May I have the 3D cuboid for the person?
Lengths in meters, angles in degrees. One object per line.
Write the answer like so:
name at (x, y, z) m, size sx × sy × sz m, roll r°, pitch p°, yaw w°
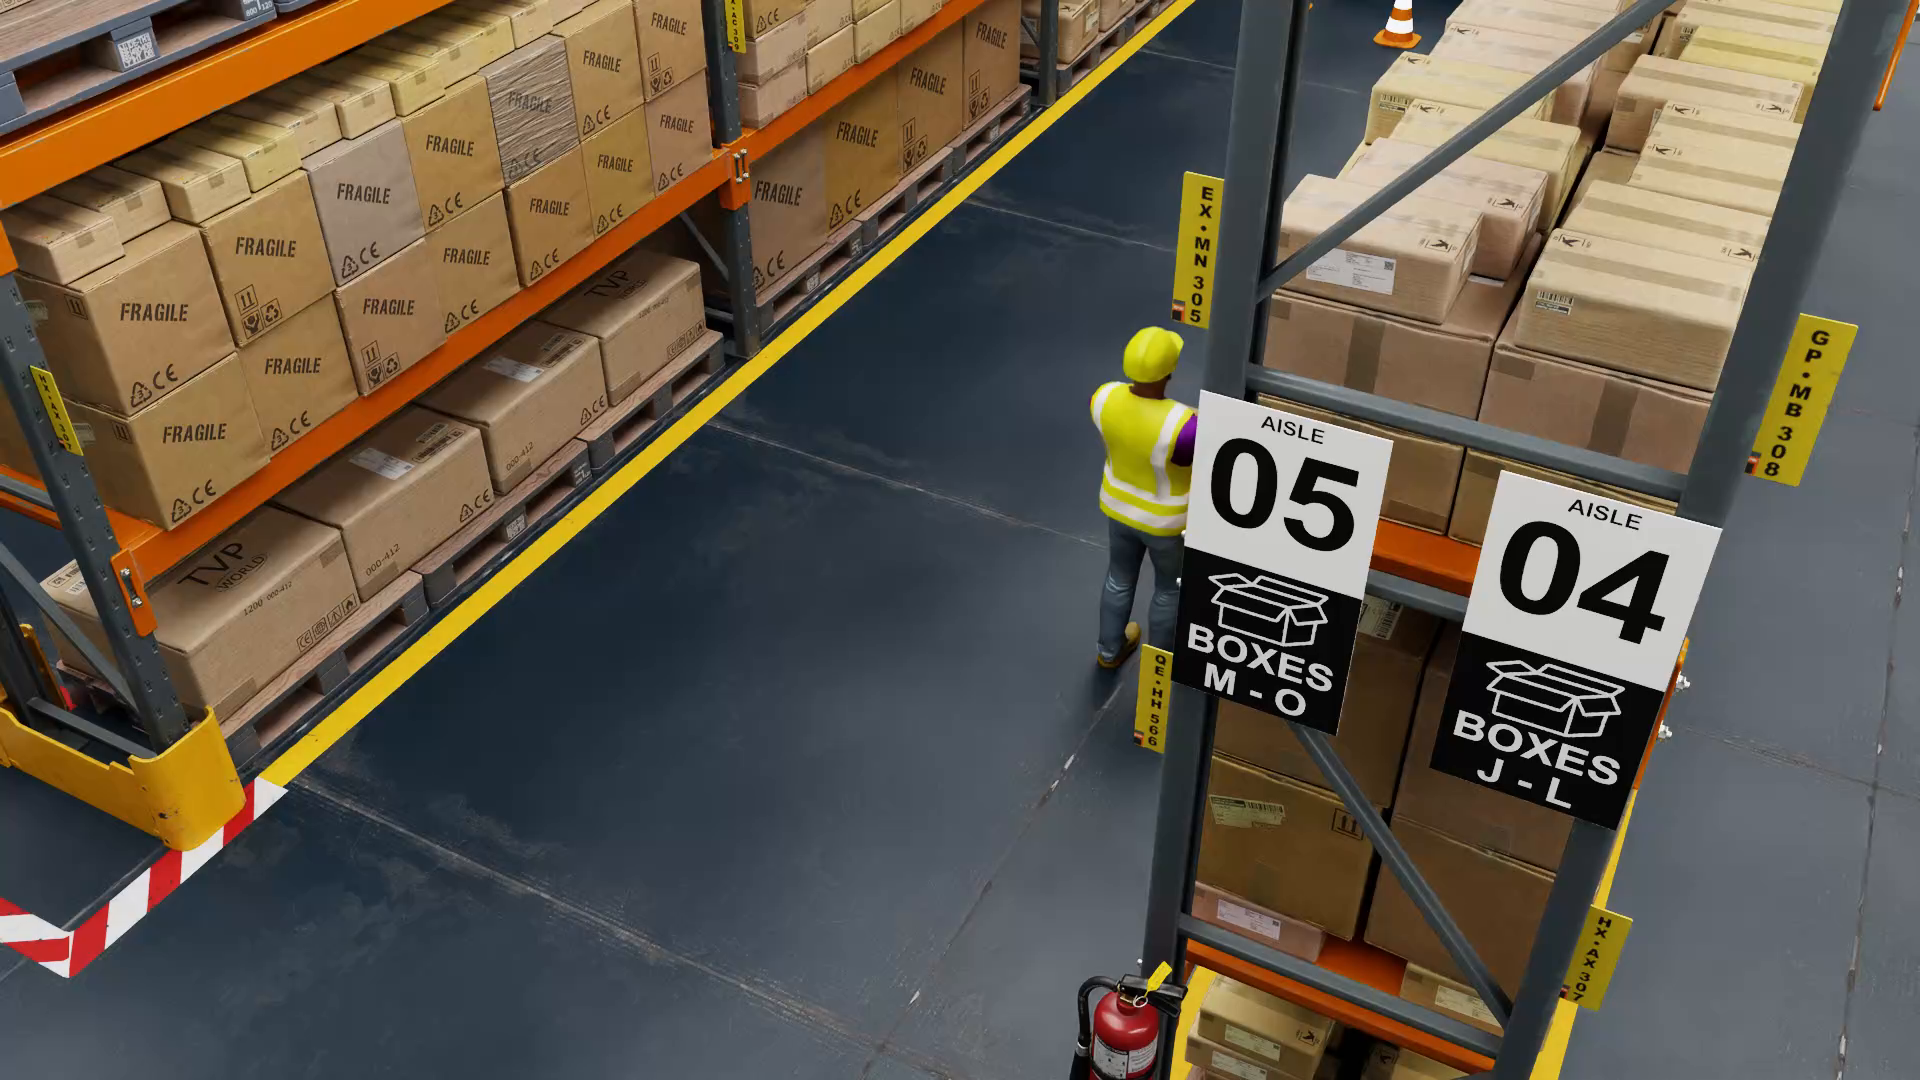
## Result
person at (0.834, -0.173, 6.960) m, size 0.502 × 1.758 × 0.577 m, roll 25°, pitch 44°, yaw 28°
